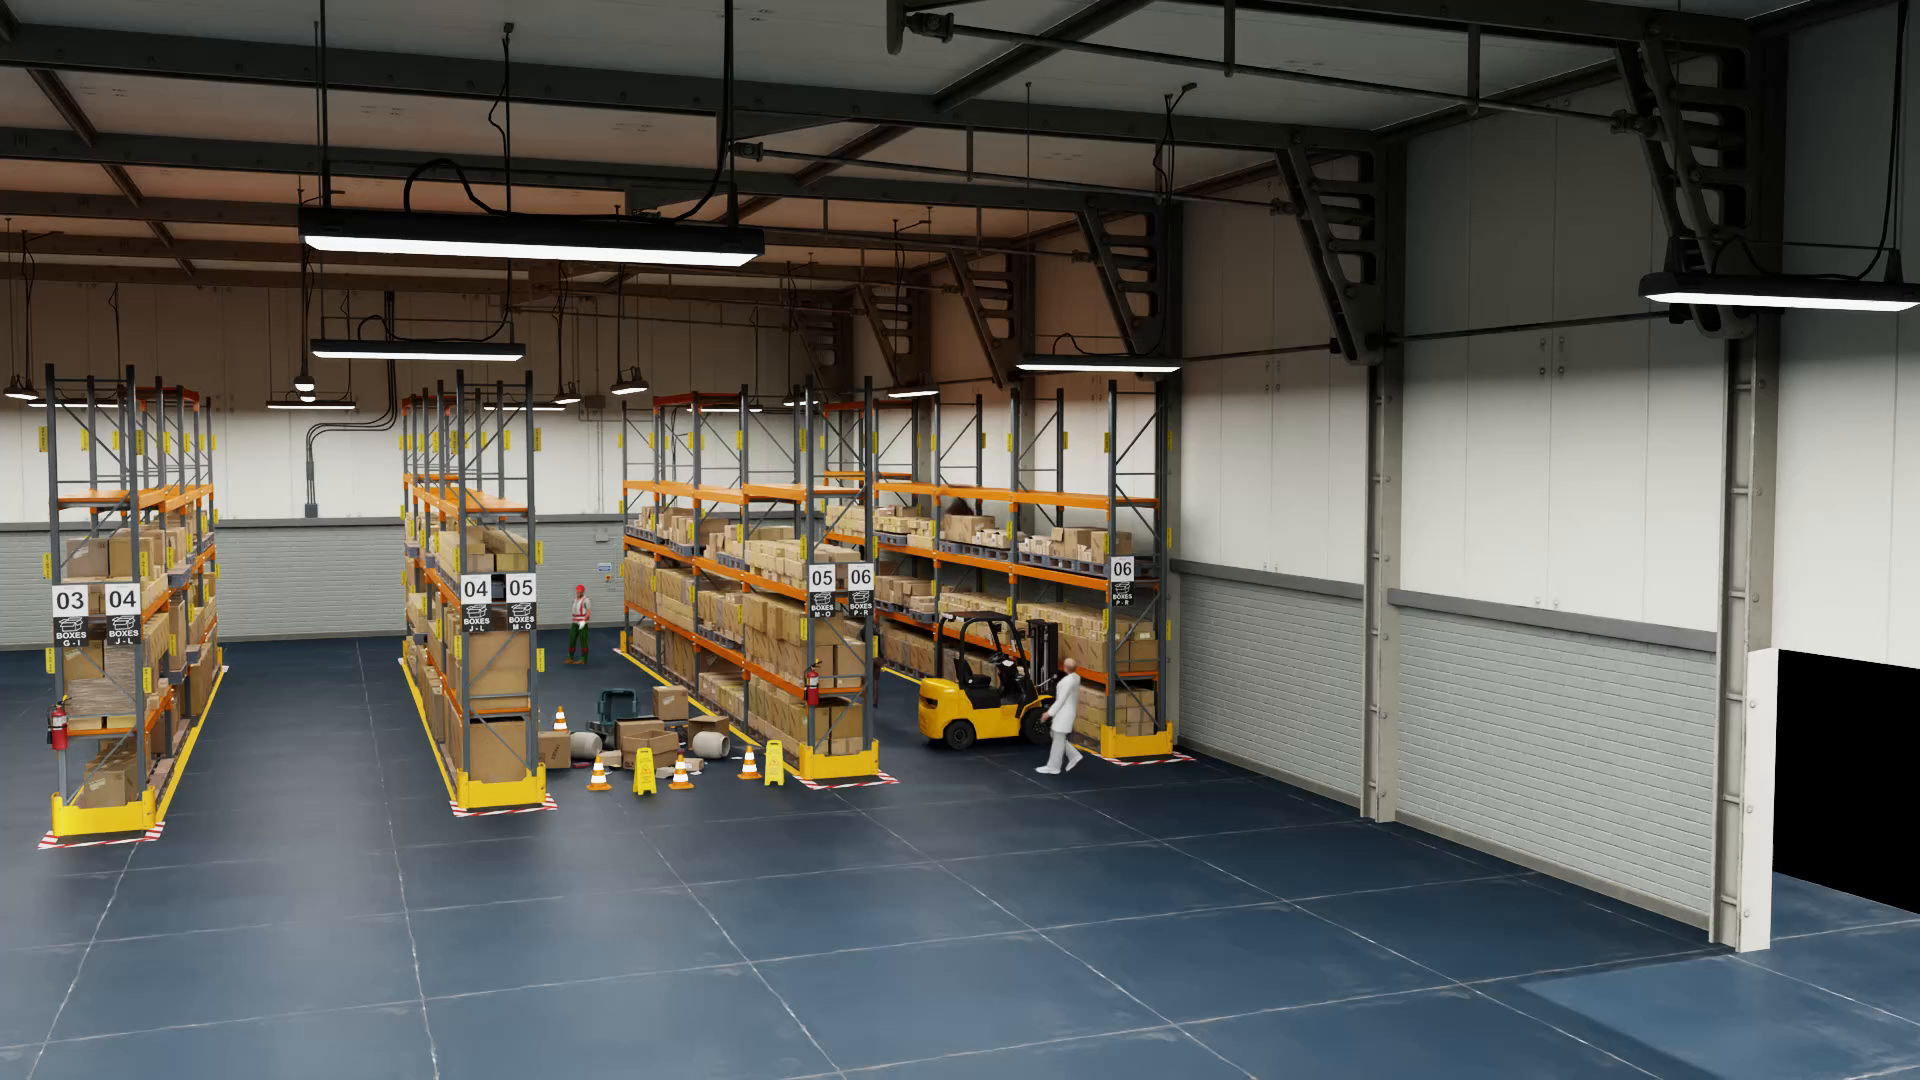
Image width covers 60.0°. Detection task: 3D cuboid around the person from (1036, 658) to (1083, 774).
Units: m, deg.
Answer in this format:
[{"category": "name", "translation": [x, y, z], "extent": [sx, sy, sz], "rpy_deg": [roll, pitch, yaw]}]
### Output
[{"category": "person", "translation": [1.505, 2.698, 25.116], "extent": [0.710, 1.655, 0.644], "rpy_deg": [0, 3, 8]}]

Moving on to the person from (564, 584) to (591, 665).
[{"category": "person", "translation": [-8.635, 1.906, 37.533], "extent": [0.582, 1.804, 0.473], "rpy_deg": [2, 4, 32]}]

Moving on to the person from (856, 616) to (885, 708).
[{"category": "person", "translation": [-1.627, 2.238, 30.236], "extent": [0.562, 1.641, 0.470], "rpy_deg": [-1, 3, -15]}]
